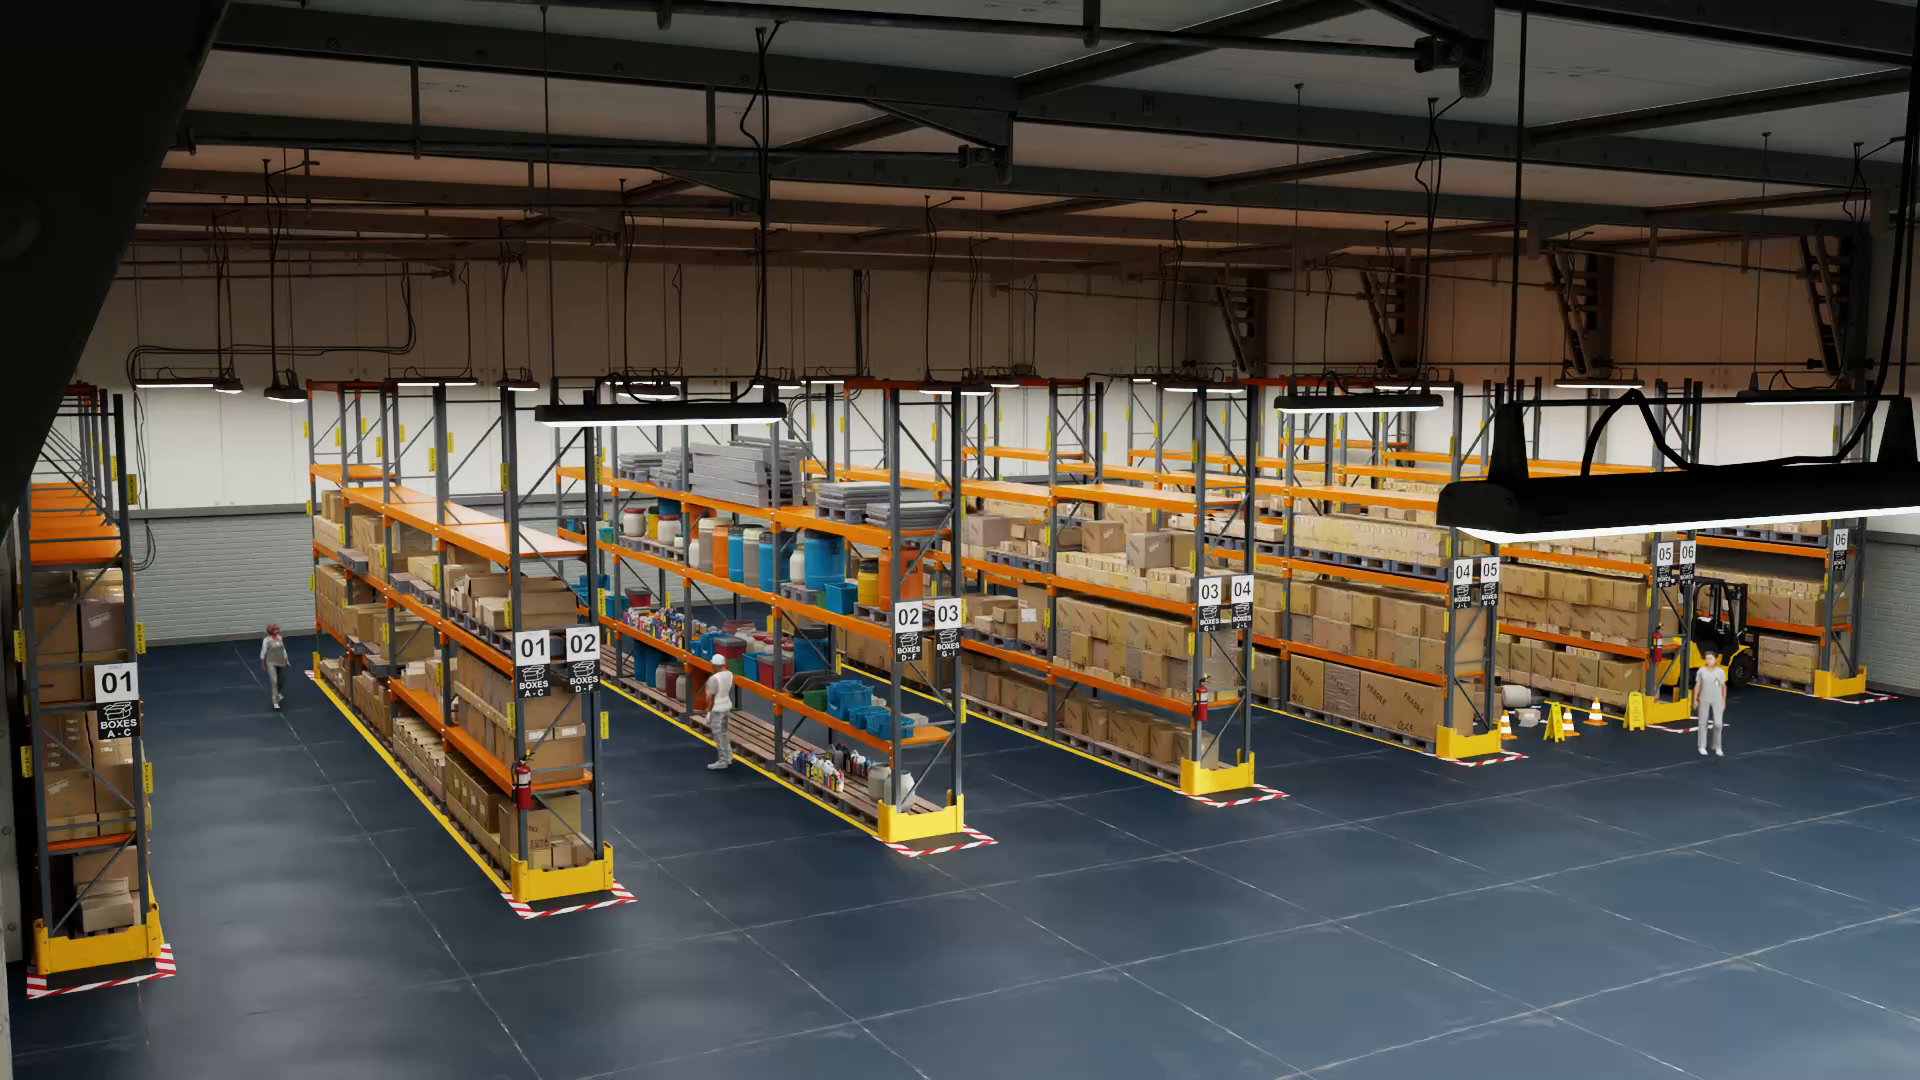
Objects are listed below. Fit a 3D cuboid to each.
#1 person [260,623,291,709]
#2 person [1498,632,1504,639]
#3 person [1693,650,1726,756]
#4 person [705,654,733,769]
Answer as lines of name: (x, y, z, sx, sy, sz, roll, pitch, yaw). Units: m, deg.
person: (-12.649, 2.294, 30.708, 0.499, 1.547, 0.939, -4, 7, -32)
person: (11.403, 1.743, 34.898, 0.653, 1.798, 0.692, -4, 7, -32)
person: (12.154, 2.642, 26.951, 0.486, 1.701, 0.365, 3, 7, 26)
person: (-3.775, 2.683, 25.982, 0.368, 1.817, 0.662, 2, 6, 20)
